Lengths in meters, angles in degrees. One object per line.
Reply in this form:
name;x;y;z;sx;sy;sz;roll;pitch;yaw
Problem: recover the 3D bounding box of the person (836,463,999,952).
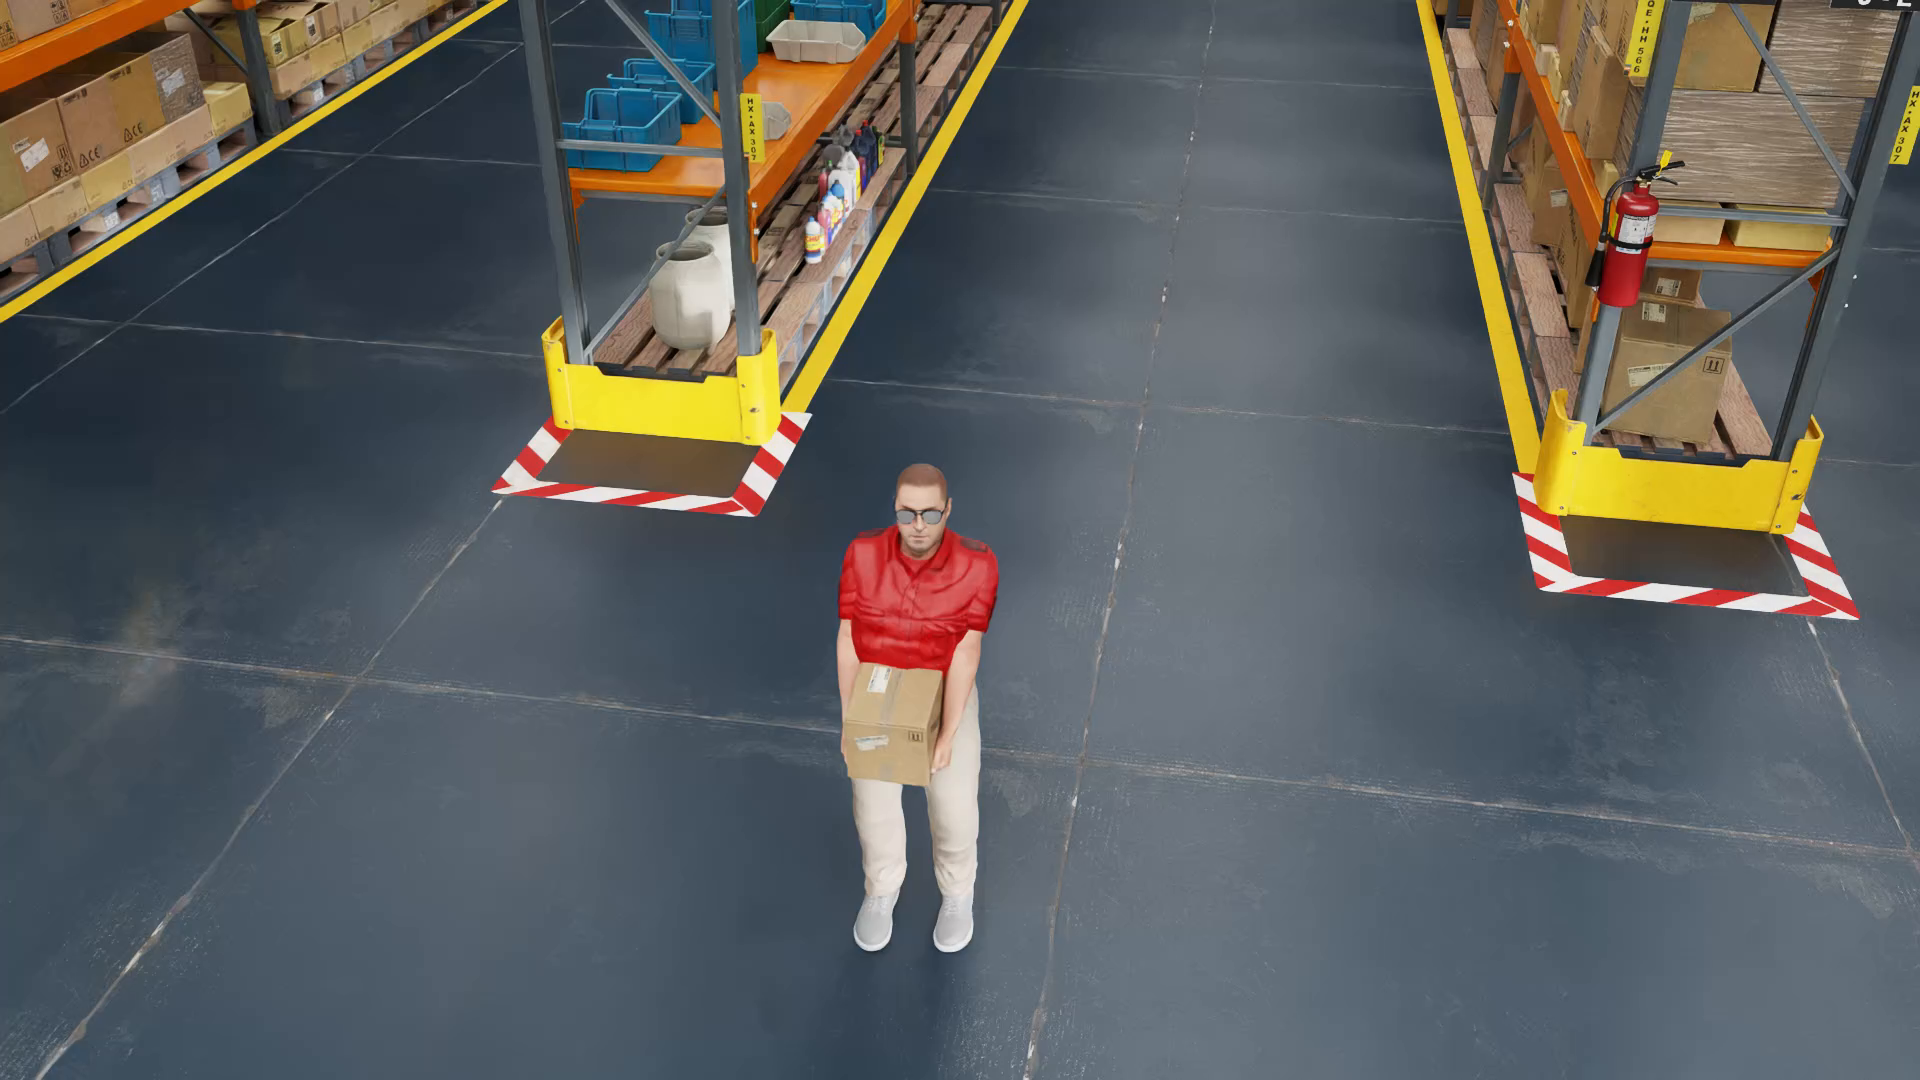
person;-0.149;0.592;5.224;0.494;1.719;0.531;6;33;9
